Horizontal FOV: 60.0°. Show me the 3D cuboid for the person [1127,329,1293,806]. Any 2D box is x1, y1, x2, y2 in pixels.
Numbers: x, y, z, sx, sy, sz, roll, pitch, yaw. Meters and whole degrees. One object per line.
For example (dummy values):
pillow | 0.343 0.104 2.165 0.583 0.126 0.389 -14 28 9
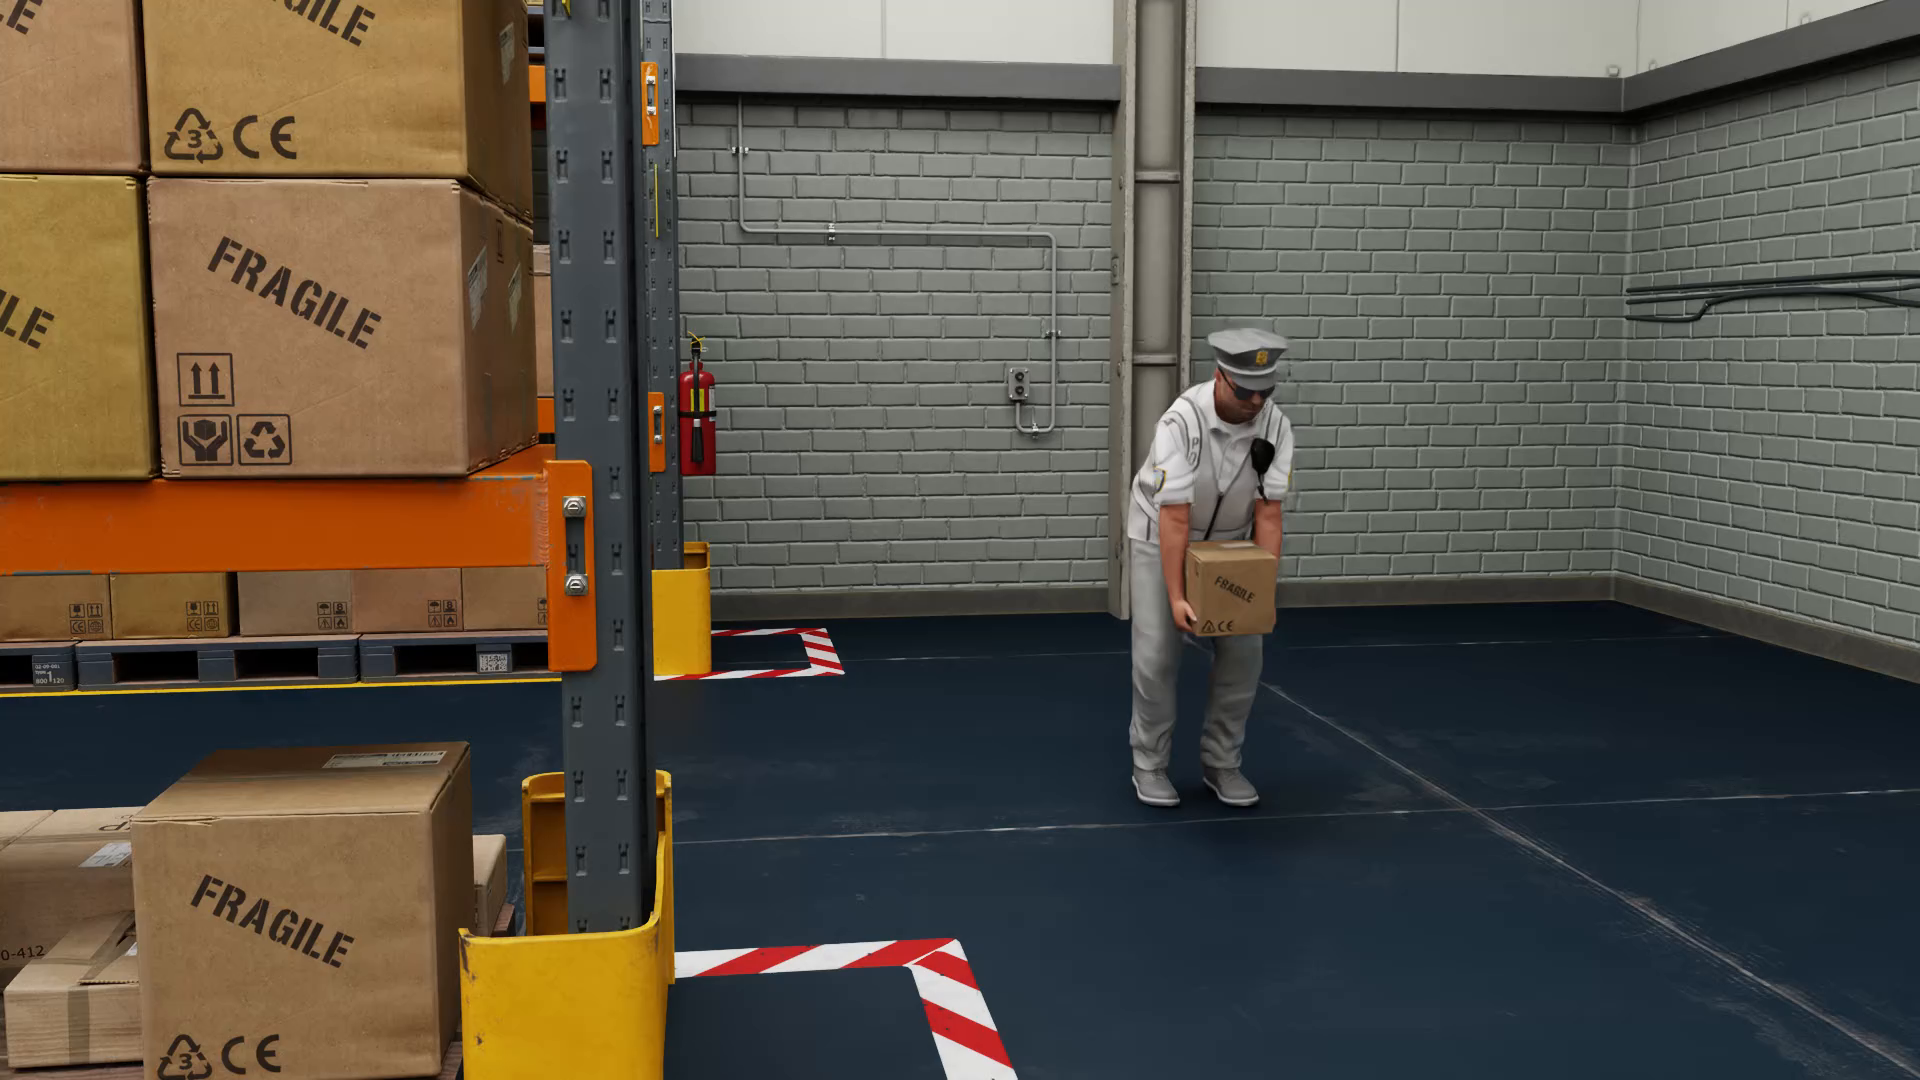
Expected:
person | 0.834 0.105 5.503 0.477 1.591 0.793 -1 7 -10
